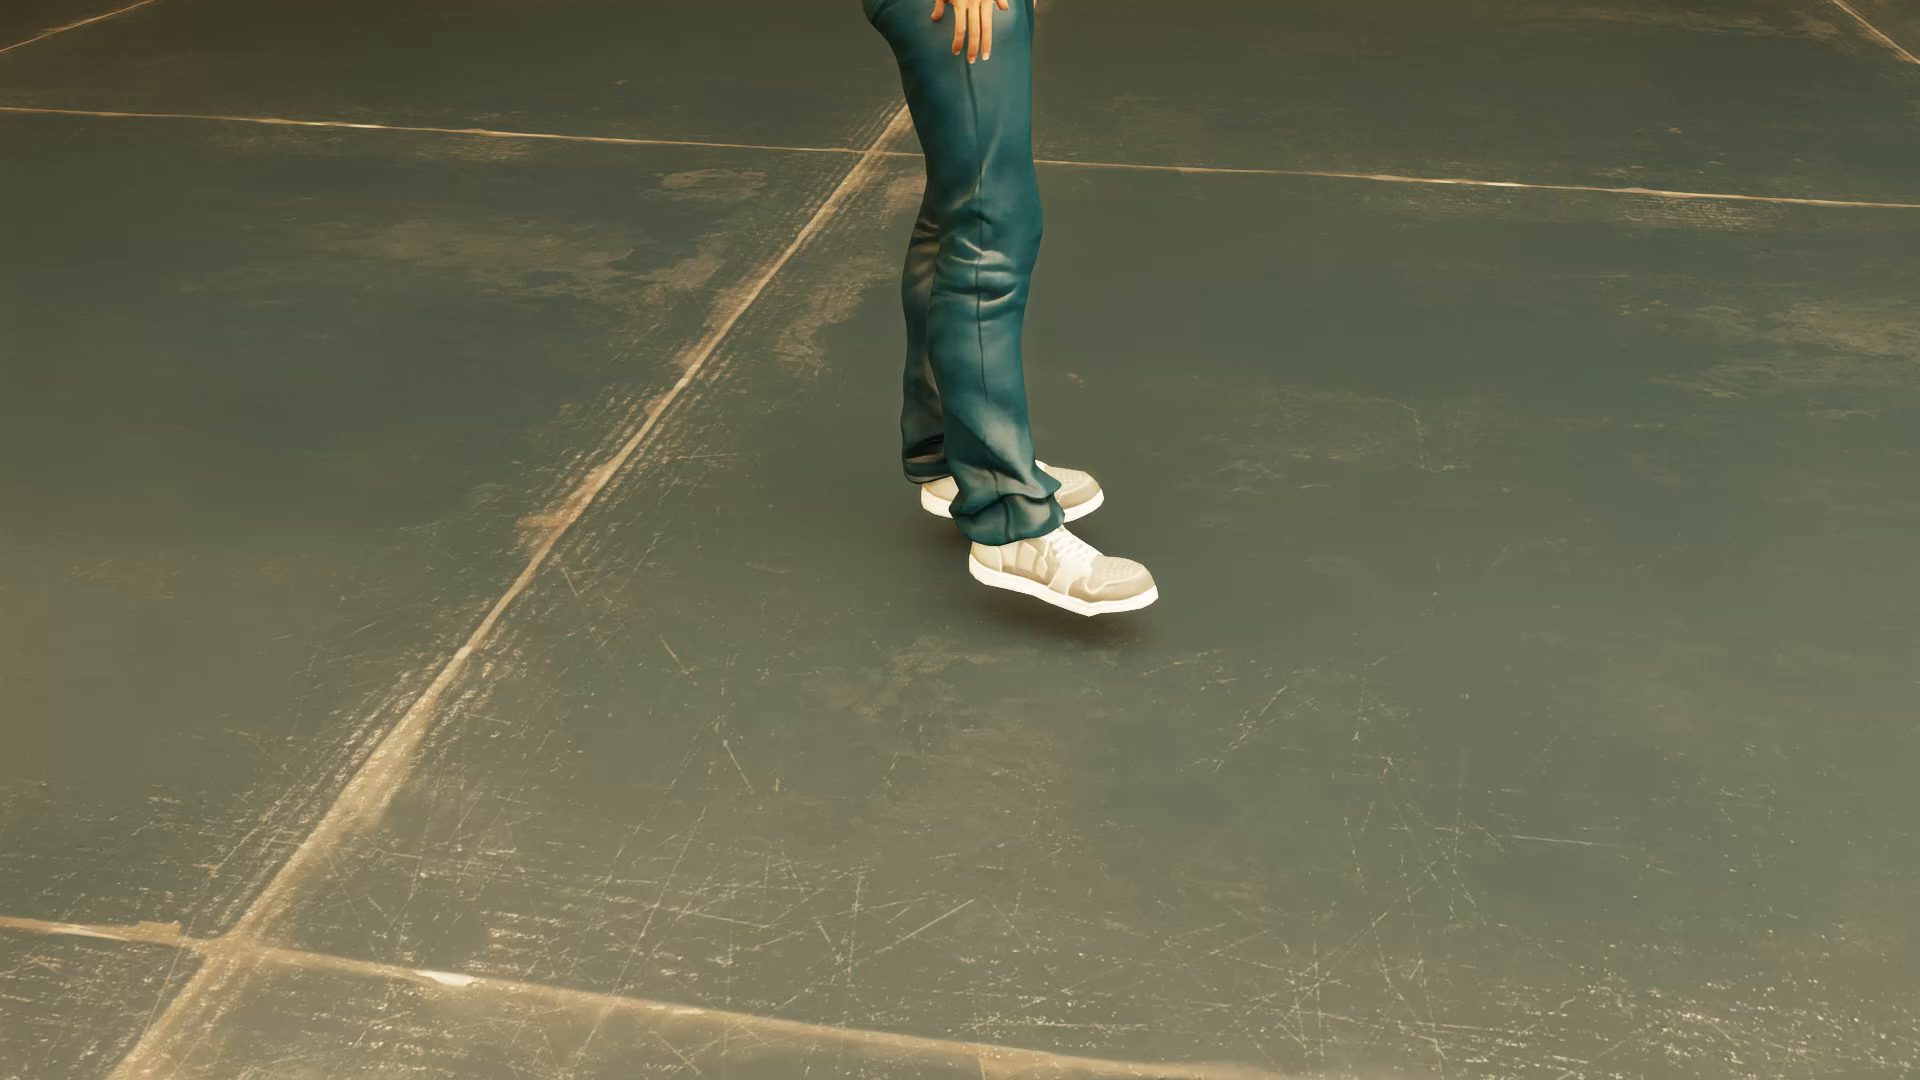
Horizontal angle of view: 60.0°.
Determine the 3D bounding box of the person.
[{"bbox_3d":[0.070,-0.727,2.066,0.475,1.597,0.520,5,29,9],"label":"person"}]
